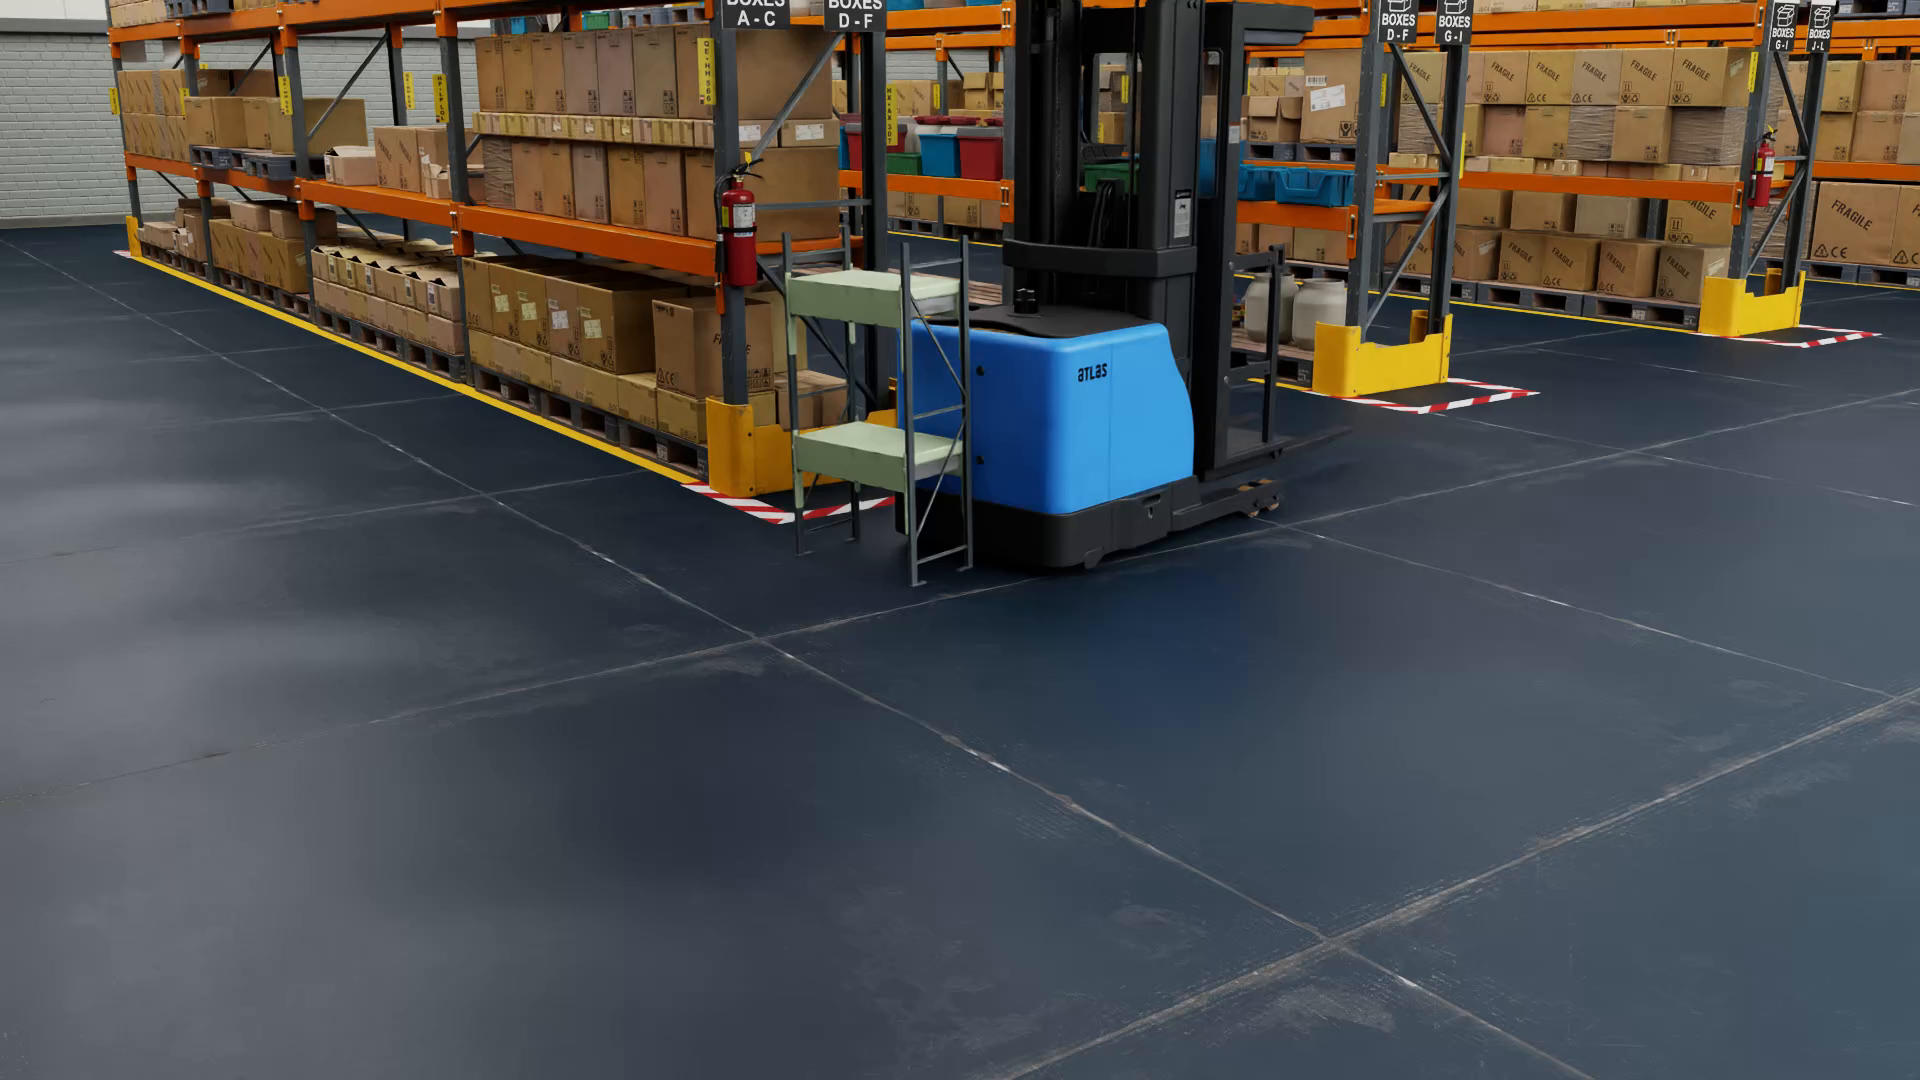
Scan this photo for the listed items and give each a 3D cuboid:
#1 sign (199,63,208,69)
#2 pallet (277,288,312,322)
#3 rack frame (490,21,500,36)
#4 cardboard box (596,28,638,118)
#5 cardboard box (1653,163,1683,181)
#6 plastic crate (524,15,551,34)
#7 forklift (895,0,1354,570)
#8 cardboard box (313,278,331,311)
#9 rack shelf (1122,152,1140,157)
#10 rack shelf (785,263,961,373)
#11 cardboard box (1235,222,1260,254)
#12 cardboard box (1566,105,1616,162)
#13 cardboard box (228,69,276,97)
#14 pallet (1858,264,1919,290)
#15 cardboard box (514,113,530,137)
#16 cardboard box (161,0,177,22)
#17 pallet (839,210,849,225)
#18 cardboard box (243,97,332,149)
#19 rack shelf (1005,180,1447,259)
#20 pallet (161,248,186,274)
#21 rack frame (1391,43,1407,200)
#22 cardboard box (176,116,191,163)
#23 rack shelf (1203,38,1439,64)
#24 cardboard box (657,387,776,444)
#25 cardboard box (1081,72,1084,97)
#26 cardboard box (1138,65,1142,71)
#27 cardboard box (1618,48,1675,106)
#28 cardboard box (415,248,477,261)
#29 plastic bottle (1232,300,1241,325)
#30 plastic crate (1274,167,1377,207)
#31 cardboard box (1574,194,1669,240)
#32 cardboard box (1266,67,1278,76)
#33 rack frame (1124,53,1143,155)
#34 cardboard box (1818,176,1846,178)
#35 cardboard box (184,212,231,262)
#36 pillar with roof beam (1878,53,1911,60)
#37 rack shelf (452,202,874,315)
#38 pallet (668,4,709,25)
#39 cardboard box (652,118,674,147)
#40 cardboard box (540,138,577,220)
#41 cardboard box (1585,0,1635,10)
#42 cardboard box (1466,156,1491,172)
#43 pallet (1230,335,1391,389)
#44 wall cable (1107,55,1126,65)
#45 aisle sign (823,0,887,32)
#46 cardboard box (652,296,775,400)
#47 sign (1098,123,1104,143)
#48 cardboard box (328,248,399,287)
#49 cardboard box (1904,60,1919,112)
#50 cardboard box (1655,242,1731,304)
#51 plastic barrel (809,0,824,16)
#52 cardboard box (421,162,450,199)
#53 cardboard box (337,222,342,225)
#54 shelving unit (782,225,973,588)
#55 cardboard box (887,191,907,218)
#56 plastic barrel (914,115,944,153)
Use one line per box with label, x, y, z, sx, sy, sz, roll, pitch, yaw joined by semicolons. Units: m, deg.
sign;-9.787;-6.007;21.549;0.100;0.325;0.005;-11;19;-35
pallet;-5.953;-2.326;16.175;1.003;0.211;1.213;-11;19;-35
rack frame;-6.239;-5.982;24.251;1.000;3.000;0.127;-11;19;-35
cardboard box;-1.746;-2.803;9.990;0.700;0.500;0.500;-11;19;-34
cardboard box;6.505;-3.341;15.076;0.380;0.149;0.250;-11;19;-35
plastic crate;-5.563;-7.030;22.515;0.504;0.338;0.767;-11;19;-35
forklift;1.036;-1.603;8.382;1.130;2.935;3.031;13;20;39
cardboard box;-5.474;-2.225;14.935;0.500;0.250;0.500;-11;19;-35
rack shelf;1.295;-5.123;22.473;1.077;0.370;4.000;-11;19;-35
rack shelf;-0.373;-0.994;7.369;0.720;0.370;0.431;13;22;40
cardboard box;3.557;-3.673;19.715;0.700;0.500;0.500;-9;18;-30
cardboard box;6.224;-3.849;15.705;0.875;0.500;0.500;-11;19;-35
cardboard box;-7.945;-5.035;18.706;0.500;0.500;0.500;-10;18;-33
pallet;10.713;-2.896;18.258;1.003;0.211;1.213;-11;19;-35
cardboard box;-2.735;-2.761;11.064;0.380;0.149;0.250;-11;19;-35
cardboard box;-8.397;-5.797;18.176;0.500;0.250;0.500;-11;19;-35
pallet;-1.699;-5.247;26.848;1.003;0.211;1.213;-11;19;-35
cardboard box;-6.807;-4.243;16.912;0.500;0.500;0.700;12;19;38
rack shelf;1.993;-2.646;13.423;1.077;0.370;4.000;-11;19;-35
pallet;-9.020;-3.422;20.181;1.003;0.211;1.213;-11;19;-35
rack frame;6.543;-5.791;23.552;1.000;3.000;0.127;-11;19;-35
cardboard box;-8.397;-4.475;18.555;0.500;0.500;0.500;-10;18;-34
rack shelf;5.367;-7.318;24.811;1.077;0.370;4.000;-11;19;-35
cardboard box;-1.395;-0.742;9.520;0.500;0.250;0.500;-11;19;-35
cardboard box;1.673;-5.873;21.762;0.797;0.503;0.637;-10;18;-33
cardboard box;3.098;-7.598;27.509;0.500;0.500;0.500;-10;18;-33
cardboard box;6.353;-4.193;15.068;0.500;0.500;0.500;-11;19;-35
cardboard box;-4.432;-2.361;14.370;0.500;0.311;0.500;-11;19;-35
plastic bottle;2.294;-1.886;13.751;0.097;0.201;0.097;0;15;0
plastic crate;2.632;-2.554;12.008;0.499;0.251;0.616;-11;19;-35
cardboard box;8.457;-4.173;21.106;1.050;0.750;0.750;-11;19;-35
cardboard box;6.040;-8.895;31.583;0.380;0.149;0.250;-10;18;-33
rack frame;2.471;-5.043;20.818;1.000;3.000;0.127;-11;19;-35
cardboard box;15.246;-6.136;28.514;0.875;0.625;0.625;-10;18;-33
cardboard box;-8.460;-3.444;18.879;0.500;0.500;0.500;-11;19;-35
pillar with roof beam;12.513;-9.439;25.516;9.100;9.000;0.400;-11;19;-35
rack shelf;-2.016;-1.878;10.617;1.077;0.370;4.000;-11;19;-35
pallet;-2.678;-6.090;19.319;1.003;0.211;1.213;-11;19;-35
cardboard box;-1.525;-2.321;9.455;0.380;0.149;0.250;-11;19;-35
cardboard box;-2.319;-2.387;10.925;0.700;0.500;0.500;-11;19;-34
cardboard box;6.096;-4.989;15.225;0.500;0.250;0.500;-10;18;-33
cardboard box;5.280;-3.758;16.602;0.380;0.149;0.250;-11;19;-35
pallet;2.612;-1.404;12.805;1.003;0.211;1.213;-11;19;-35
wall cable;3.589;-10.202;37.745;0.588;1.984;0.122;-11;19;-35
aisle sign;-0.554;-3.085;8.741;0.394;0.787;0.004;-11;19;-35
cardboard box;-1.396;-1.104;9.419;0.500;0.500;0.500;-11;19;-35
sign;1.268;-3.636;15.155;0.100;0.325;0.005;-11;19;-35
cardboard box;-5.158;-2.384;14.456;0.500;0.311;0.500;-11;19;-36
cardboard box;10.662;-4.864;17.836;0.875;0.550;0.550;-11;19;-35
cardboard box;6.821;-2.467;15.348;0.500;0.500;0.500;-7;17;-24
plastic barrel;-1.228;-5.753;16.783;0.600;0.901;0.600;0;15;0
cardboard box;-3.858;-2.746;12.682;0.396;0.266;0.258;-11;19;-36
cardboard box;-6.796;-3.092;17.591;0.500;0.500;0.500;-11;19;-34
shelving unit;-0.366;-0.620;7.479;0.755;1.500;0.431;13;22;40
cardboard box;-0.733;-5.420;25.426;0.875;0.875;0.875;-11;19;-35
plastic barrel;-0.254;-3.973;16.651;0.433;0.535;0.433;0;15;0
